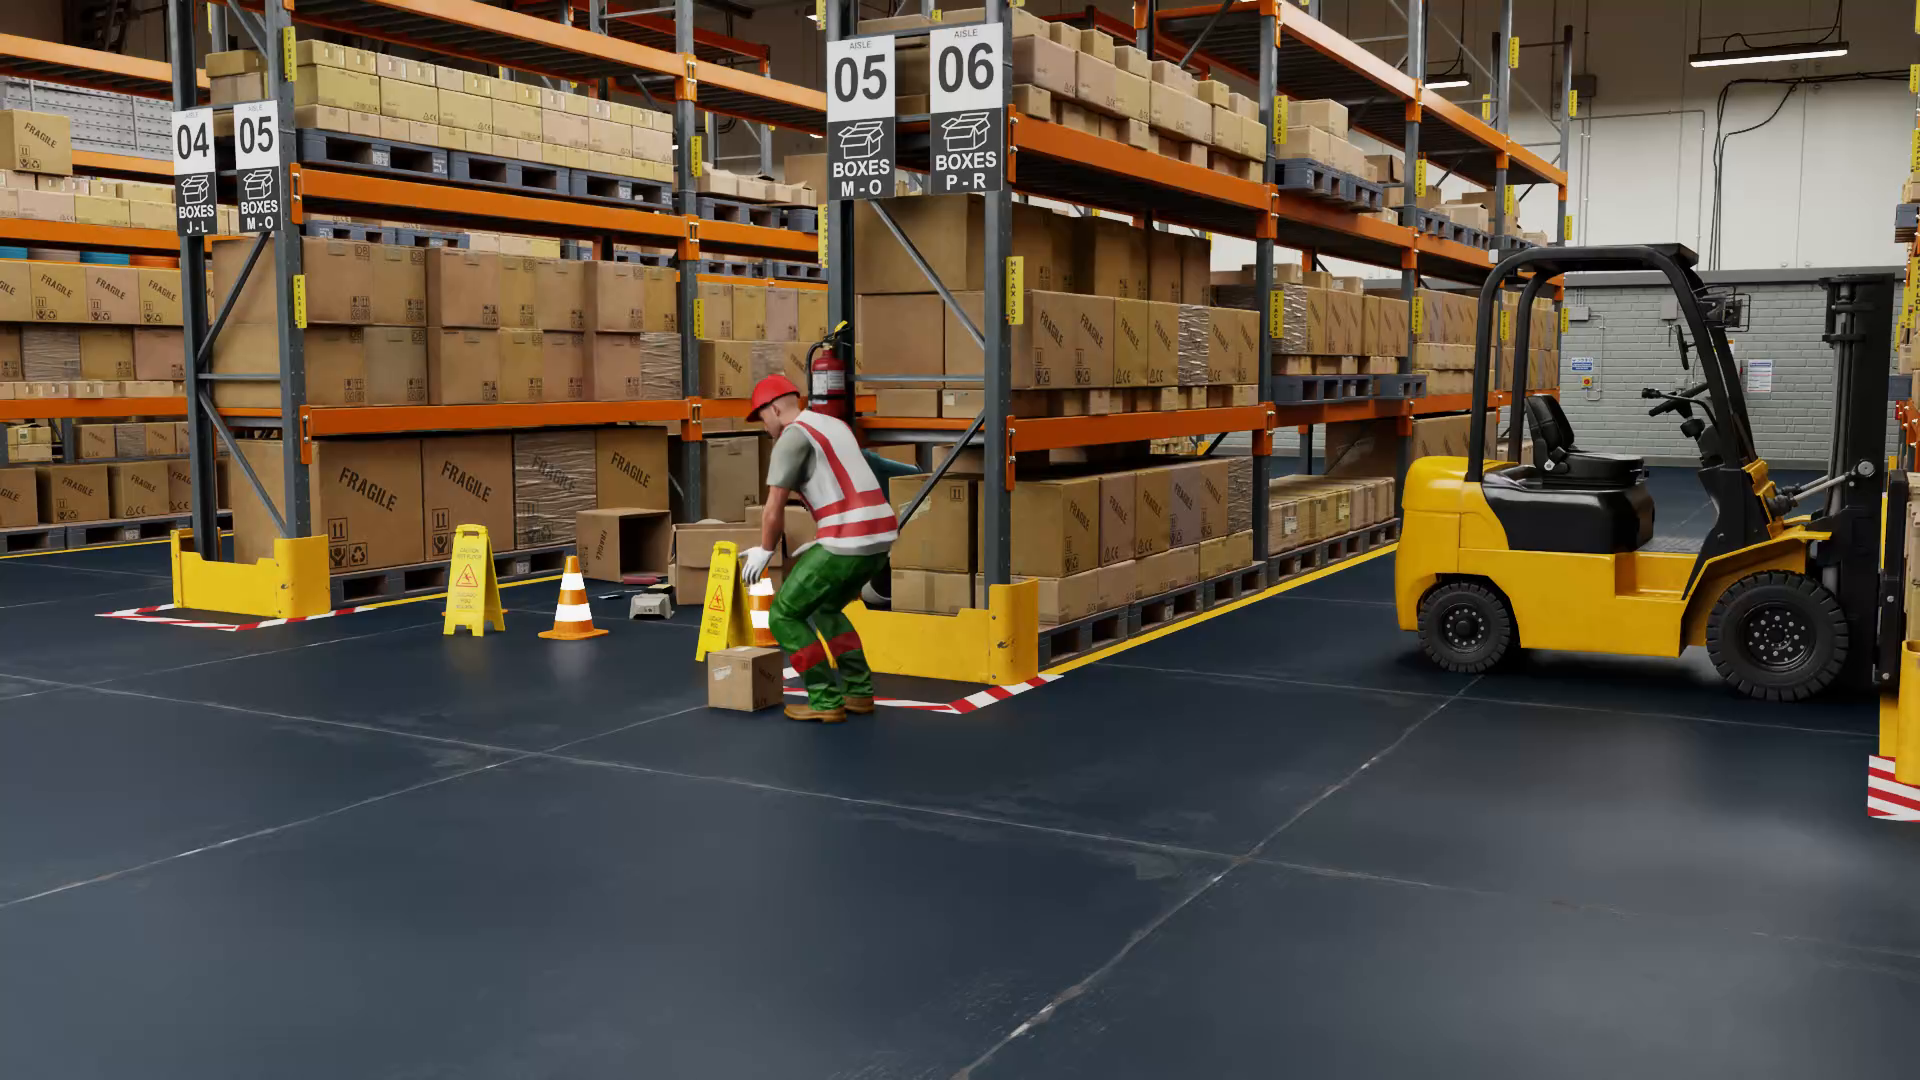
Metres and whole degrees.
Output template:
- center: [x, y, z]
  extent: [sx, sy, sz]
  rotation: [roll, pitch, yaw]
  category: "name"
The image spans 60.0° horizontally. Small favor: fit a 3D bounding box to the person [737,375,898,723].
- center: [-0.643, 0.032, 7.428]
  extent: [0.690, 1.528, 0.579]
  rotation: [3, 7, 29]
  category: "person"
